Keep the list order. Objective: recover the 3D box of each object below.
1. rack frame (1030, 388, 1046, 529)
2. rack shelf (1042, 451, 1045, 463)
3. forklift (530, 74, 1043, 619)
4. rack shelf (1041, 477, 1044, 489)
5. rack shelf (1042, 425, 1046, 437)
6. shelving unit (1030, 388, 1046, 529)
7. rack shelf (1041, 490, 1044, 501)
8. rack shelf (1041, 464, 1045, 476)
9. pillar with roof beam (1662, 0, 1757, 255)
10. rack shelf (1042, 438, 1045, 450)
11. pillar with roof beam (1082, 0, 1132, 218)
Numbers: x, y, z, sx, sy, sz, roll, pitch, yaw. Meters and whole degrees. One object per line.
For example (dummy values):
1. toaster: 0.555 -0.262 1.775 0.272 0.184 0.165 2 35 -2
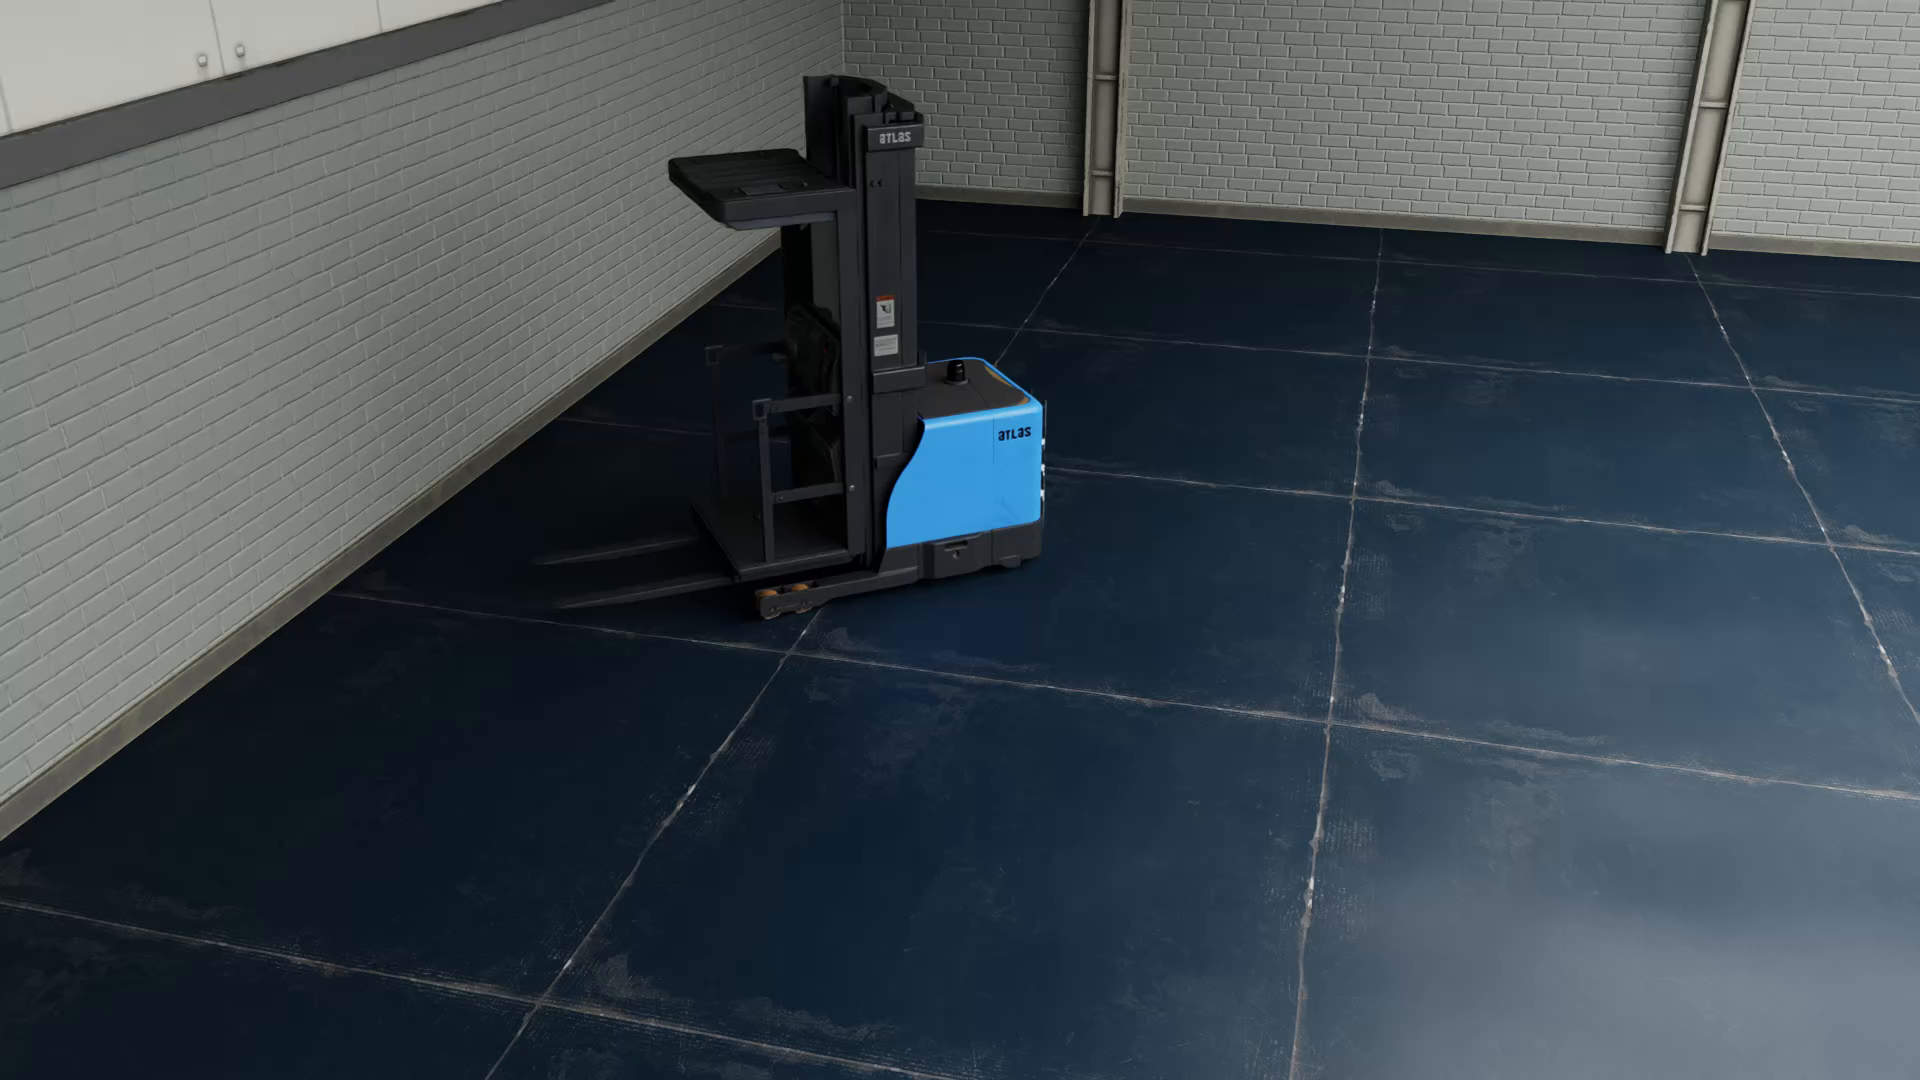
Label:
1. rack frame: 0.498 -0.529 10.814 0.006 0.900 0.240 -10 27 -20
2. rack shelf: 0.404 -0.563 10.754 0.200 0.077 0.258 -10 27 -20
3. forklift: -1.053 -1.119 9.690 3.031 2.935 1.130 -10 27 -20
4. rack shelf: 0.404 -0.400 10.831 0.200 0.077 0.258 -10 27 -20
5. rack shelf: 0.404 -0.725 10.676 0.200 0.077 0.258 -10 27 -20
6. shelving unit: 0.404 -0.512 10.778 0.210 0.900 0.258 -10 27 -20
7. rack shelf: 0.404 -0.319 10.870 0.200 0.077 0.258 -10 27 -20
8. rack shelf: 0.404 -0.482 10.792 0.200 0.077 0.258 -10 27 -20
9. pillar with roof beam: 6.310 -5.228 11.262 0.400 9.000 9.100 6 26 13
10. rack shelf: 0.404 -0.644 10.715 0.200 0.077 0.258 -10 27 -20
11. pillar with roof beam: 0.499 -5.870 12.611 0.400 9.000 9.100 6 26 13
